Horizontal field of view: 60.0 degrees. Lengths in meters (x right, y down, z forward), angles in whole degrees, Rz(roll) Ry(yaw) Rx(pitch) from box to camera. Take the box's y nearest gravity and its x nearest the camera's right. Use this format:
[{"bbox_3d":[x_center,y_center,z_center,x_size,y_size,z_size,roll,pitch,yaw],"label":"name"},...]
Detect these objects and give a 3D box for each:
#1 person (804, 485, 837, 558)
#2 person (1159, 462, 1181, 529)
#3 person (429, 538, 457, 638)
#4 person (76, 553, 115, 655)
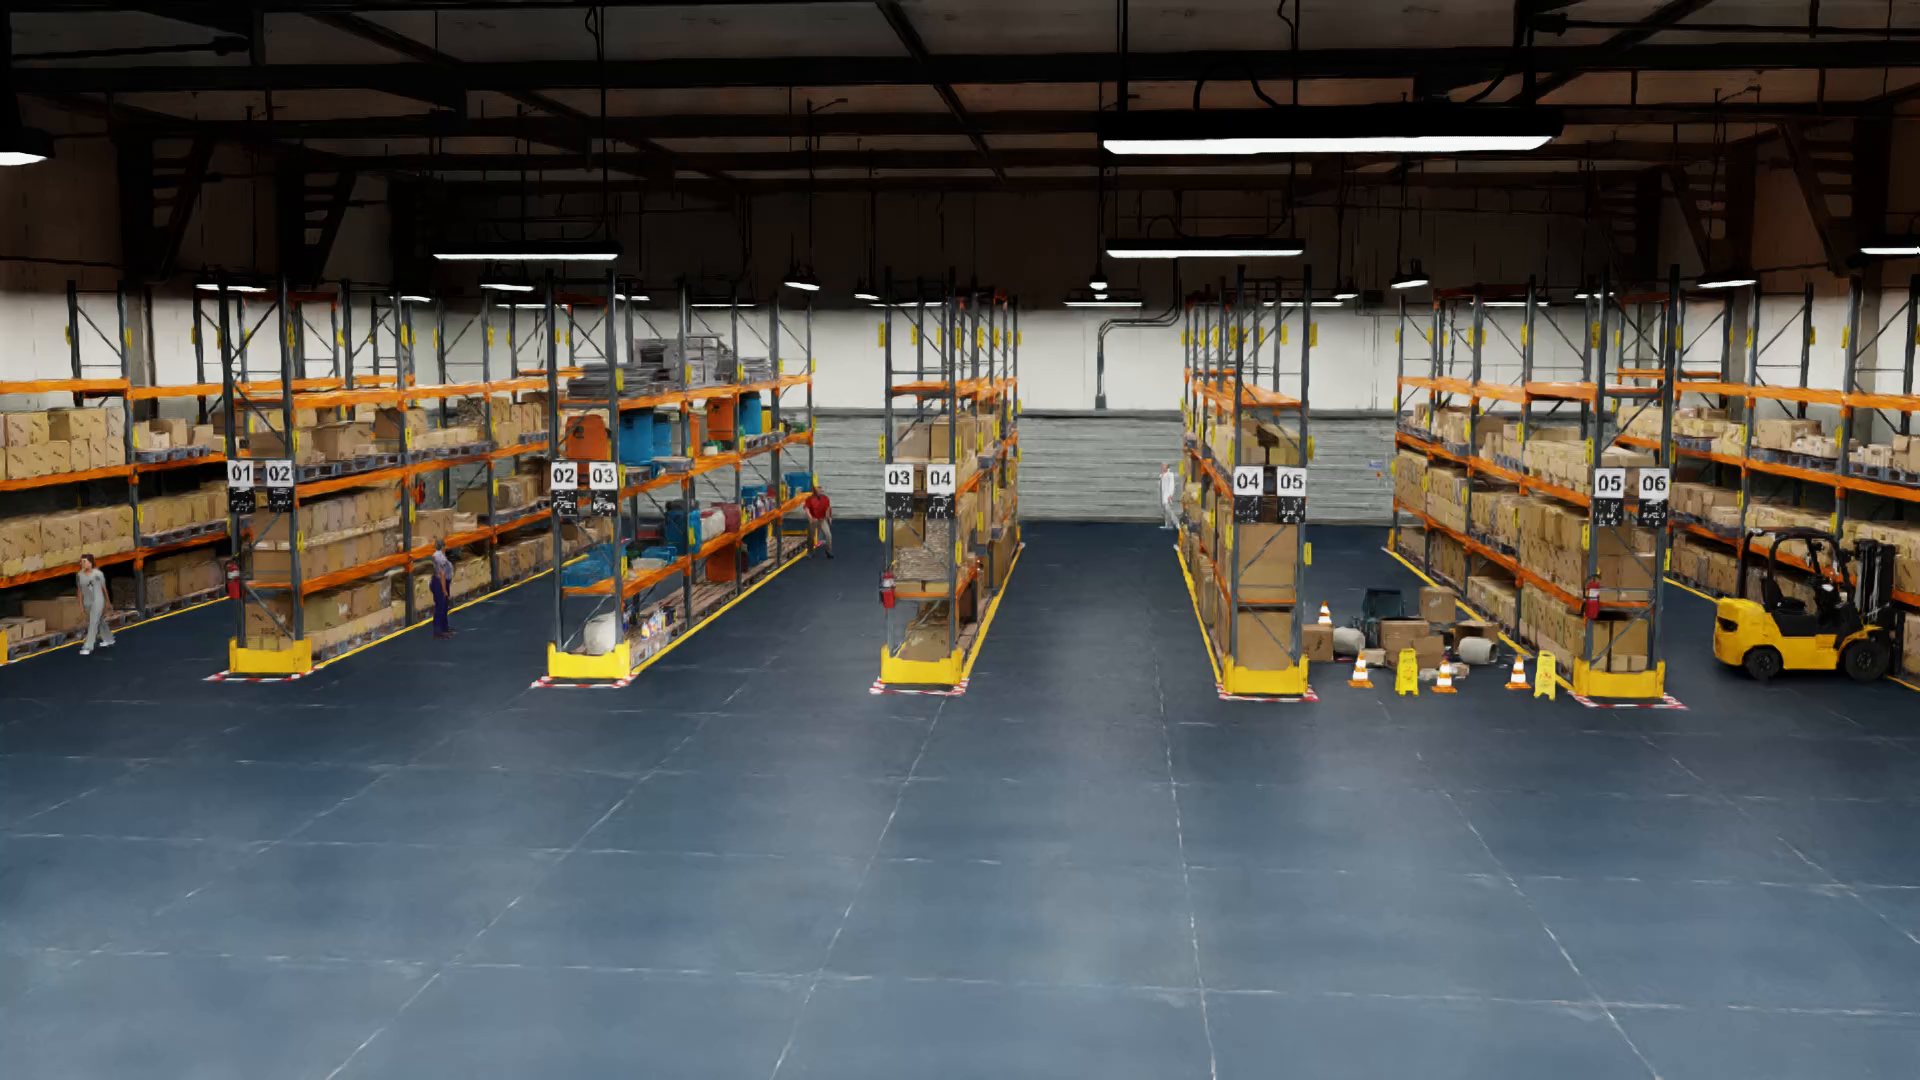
[{"bbox_3d":[-3.218,-0.434,37.941,0.706,1.664,0.843,-2,7,-12],"label":"person"},{"bbox_3d":[5.448,-1.162,43.418,0.533,1.771,0.749,-4,8,-28],"label":"person"},{"bbox_3d":[-8.667,0.793,27.895,0.429,1.656,0.533,-3,8,-25],"label":"person"},{"bbox_3d":[-13.826,0.990,26.456,0.446,1.590,1.110,1,7,7],"label":"person"}]
